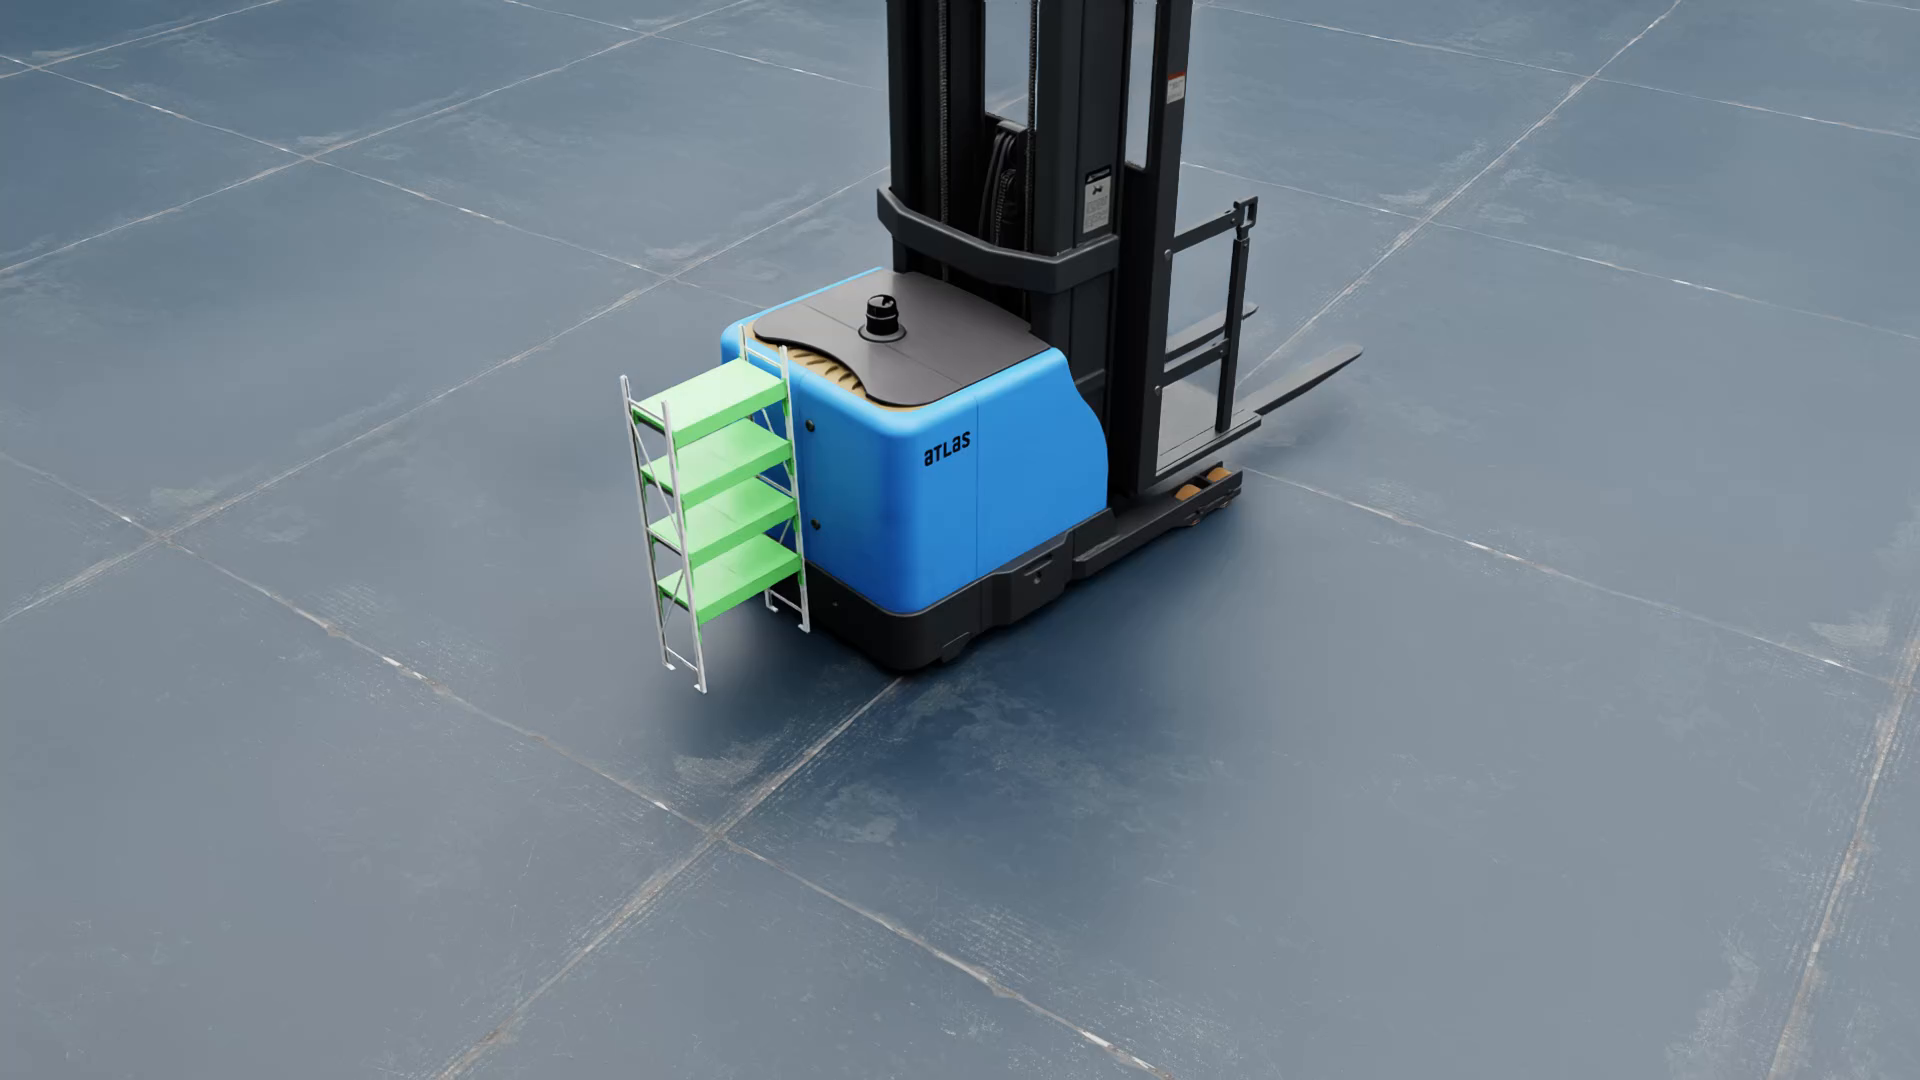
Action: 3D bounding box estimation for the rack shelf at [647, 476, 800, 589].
[{"bbox_3d":[-0.831,-0.041,5.845,0.258,0.148,0.480,29,45,36],"label":"rack shelf"}]

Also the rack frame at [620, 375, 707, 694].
[{"bbox_3d":[-1.004,0.007,5.668,0.240,1.200,0.015,29,45,36],"label":"rack frame"}]

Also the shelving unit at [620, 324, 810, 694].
[{"bbox_3d":[-0.832,-0.094,5.808,0.258,1.200,0.503,29,45,36],"label":"shelving unit"}]

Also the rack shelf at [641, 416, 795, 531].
[{"bbox_3d":[-0.834,-0.238,5.707,0.258,0.148,0.480,29,45,36],"label":"rack shelf"}]

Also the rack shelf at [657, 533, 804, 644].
[{"bbox_3d":[-0.827,0.156,5.982,0.258,0.148,0.480,29,45,36],"label":"rack shelf"}]

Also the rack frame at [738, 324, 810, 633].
[{"bbox_3d":[-0.660,-0.194,5.949,0.240,1.200,0.015,29,45,36],"label":"rack frame"}]

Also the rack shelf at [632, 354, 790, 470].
[{"bbox_3d":[-0.838,-0.435,5.570,0.258,0.148,0.480,29,45,36],"label":"rack shelf"}]

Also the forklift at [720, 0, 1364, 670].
[{"bbox_3d":[0.537,-1.462,6.296,3.031,2.935,1.130,-28,43,-35],"label":"forklift"}]
